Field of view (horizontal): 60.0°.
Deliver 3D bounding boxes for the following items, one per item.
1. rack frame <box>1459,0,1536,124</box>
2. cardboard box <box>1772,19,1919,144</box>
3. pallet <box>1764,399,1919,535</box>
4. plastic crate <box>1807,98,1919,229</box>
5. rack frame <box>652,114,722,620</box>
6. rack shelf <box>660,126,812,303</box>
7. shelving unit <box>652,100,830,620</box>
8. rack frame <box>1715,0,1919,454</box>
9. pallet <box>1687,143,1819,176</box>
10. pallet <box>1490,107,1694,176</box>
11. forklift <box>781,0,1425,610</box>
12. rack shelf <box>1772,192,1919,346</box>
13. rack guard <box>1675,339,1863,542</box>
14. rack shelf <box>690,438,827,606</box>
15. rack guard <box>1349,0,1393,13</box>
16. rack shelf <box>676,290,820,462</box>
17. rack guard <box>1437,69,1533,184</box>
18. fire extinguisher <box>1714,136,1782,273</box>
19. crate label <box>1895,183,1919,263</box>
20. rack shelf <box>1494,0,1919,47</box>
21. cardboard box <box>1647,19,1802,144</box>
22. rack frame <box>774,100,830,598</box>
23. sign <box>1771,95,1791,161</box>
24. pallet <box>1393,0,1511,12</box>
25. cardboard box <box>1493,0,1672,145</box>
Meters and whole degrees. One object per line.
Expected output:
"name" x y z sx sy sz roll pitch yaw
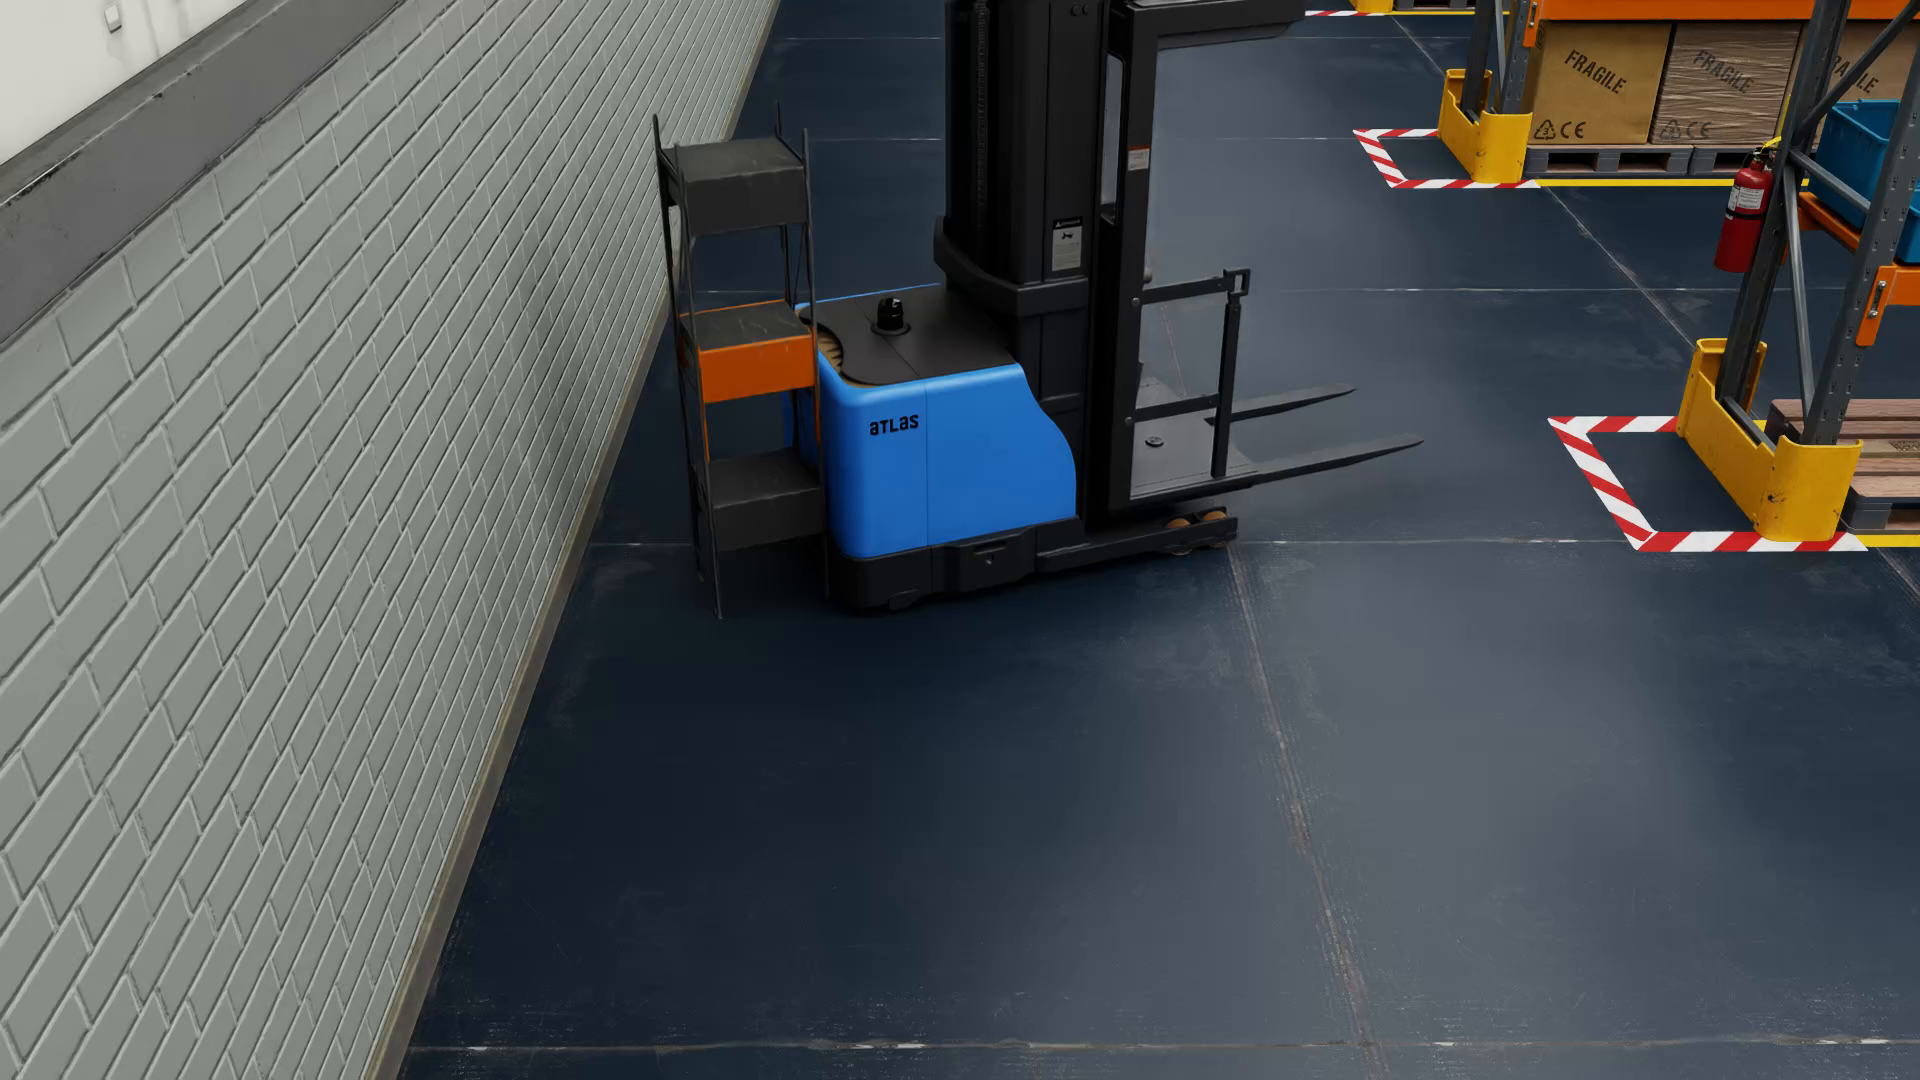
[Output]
"rack frame" 3.906 -4.154 11.704 0.127 3.000 1.000 0 31 0
"cardboard box" 6.345 -3.474 12.227 0.875 0.875 0.875 0 31 0
"pallet" 4.760 -0.375 8.164 1.213 0.211 1.003 0 31 0
"plastic crate" 4.269 -1.723 7.606 0.499 0.435 0.616 0 31 0
"rack frame" -1.107 -0.648 6.794 0.015 2.100 0.400 -12 33 -18
"rack shelf" -0.880 -1.281 6.514 0.480 0.518 0.431 -12 33 -18
"shelving unit" -0.880 -0.694 6.870 0.503 2.100 0.431 -12 33 -18
"rack frame" 3.935 -1.584 7.470 0.127 3.000 1.000 0 31 0
"pallet" 5.922 -3.007 12.502 1.213 0.211 1.003 0 31 0
"pallet" 4.705 -3.004 12.498 1.213 0.211 1.003 0 31 0
"forklift" 0.742 -1.424 7.272 3.031 2.935 1.130 -12 33 -18
"rack shelf" 5.935 -1.283 7.667 4.000 0.370 1.077 0 31 0
"rack guard" 3.911 -0.509 8.107 0.348 0.500 1.175 0 31 0
"rack shelf" -0.880 -0.084 7.240 0.480 0.518 0.431 -12 33 -18
"rack guard" 4.053 -5.658 16.594 0.348 0.500 1.175 0 31 0
"rack shelf" -0.880 -0.683 6.877 0.480 0.518 0.431 -12 33 -18
"rack guard" 3.882 -3.085 12.352 0.348 0.500 1.175 0 31 0
"fire extinguisher" 3.782 -1.627 7.974 0.183 0.674 0.296 0 31 0
"crate label" 4.184 -1.369 7.217 0.303 0.233 0.416 0 31 0
"rack shelf" 5.905 -3.852 11.901 4.000 0.370 1.077 0 31 0
"cardboard box" 5.455 -3.471 12.223 0.875 0.875 0.875 0 31 0
"rack frame" -0.653 -0.740 6.946 0.015 2.100 0.400 -12 33 -18
"sign" 3.916 -1.939 7.898 0.005 0.325 0.100 0 31 0
"pallet" 4.865 -5.519 16.643 1.213 0.211 1.003 0 31 0
"cardboard box" 4.545 -3.468 12.218 0.875 0.875 0.875 0 31 0
